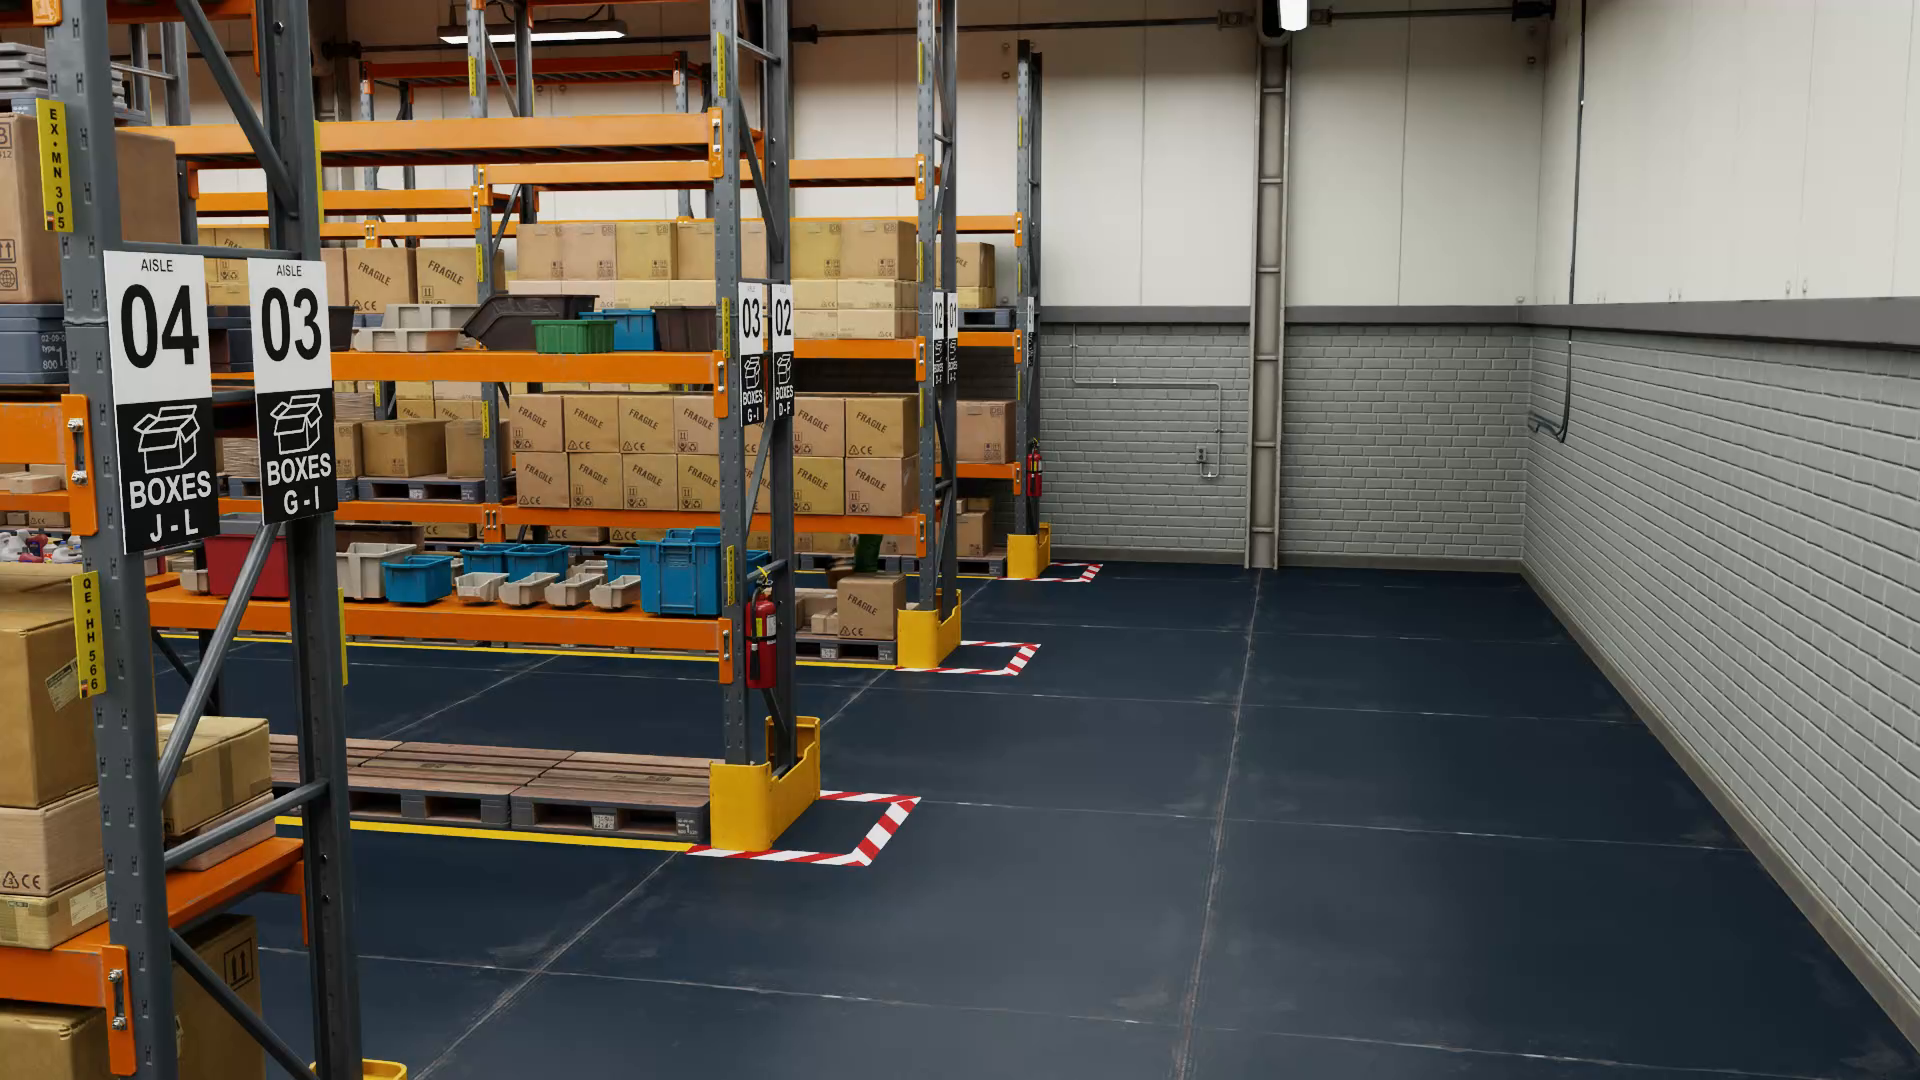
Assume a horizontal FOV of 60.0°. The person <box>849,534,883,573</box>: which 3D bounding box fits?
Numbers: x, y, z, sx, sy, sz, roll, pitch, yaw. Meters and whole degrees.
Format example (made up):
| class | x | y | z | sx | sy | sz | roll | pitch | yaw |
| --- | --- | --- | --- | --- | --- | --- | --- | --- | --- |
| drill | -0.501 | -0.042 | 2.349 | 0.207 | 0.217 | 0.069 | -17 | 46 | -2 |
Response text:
| class | x | y | z | sx | sy | sz | roll | pitch | yaw |
| --- | --- | --- | --- | --- | --- | --- | --- | --- | --- |
| person | -0.912 | -0.089 | 16.387 | 0.427 | 1.783 | 0.558 | 1 | 8 | 9 |
